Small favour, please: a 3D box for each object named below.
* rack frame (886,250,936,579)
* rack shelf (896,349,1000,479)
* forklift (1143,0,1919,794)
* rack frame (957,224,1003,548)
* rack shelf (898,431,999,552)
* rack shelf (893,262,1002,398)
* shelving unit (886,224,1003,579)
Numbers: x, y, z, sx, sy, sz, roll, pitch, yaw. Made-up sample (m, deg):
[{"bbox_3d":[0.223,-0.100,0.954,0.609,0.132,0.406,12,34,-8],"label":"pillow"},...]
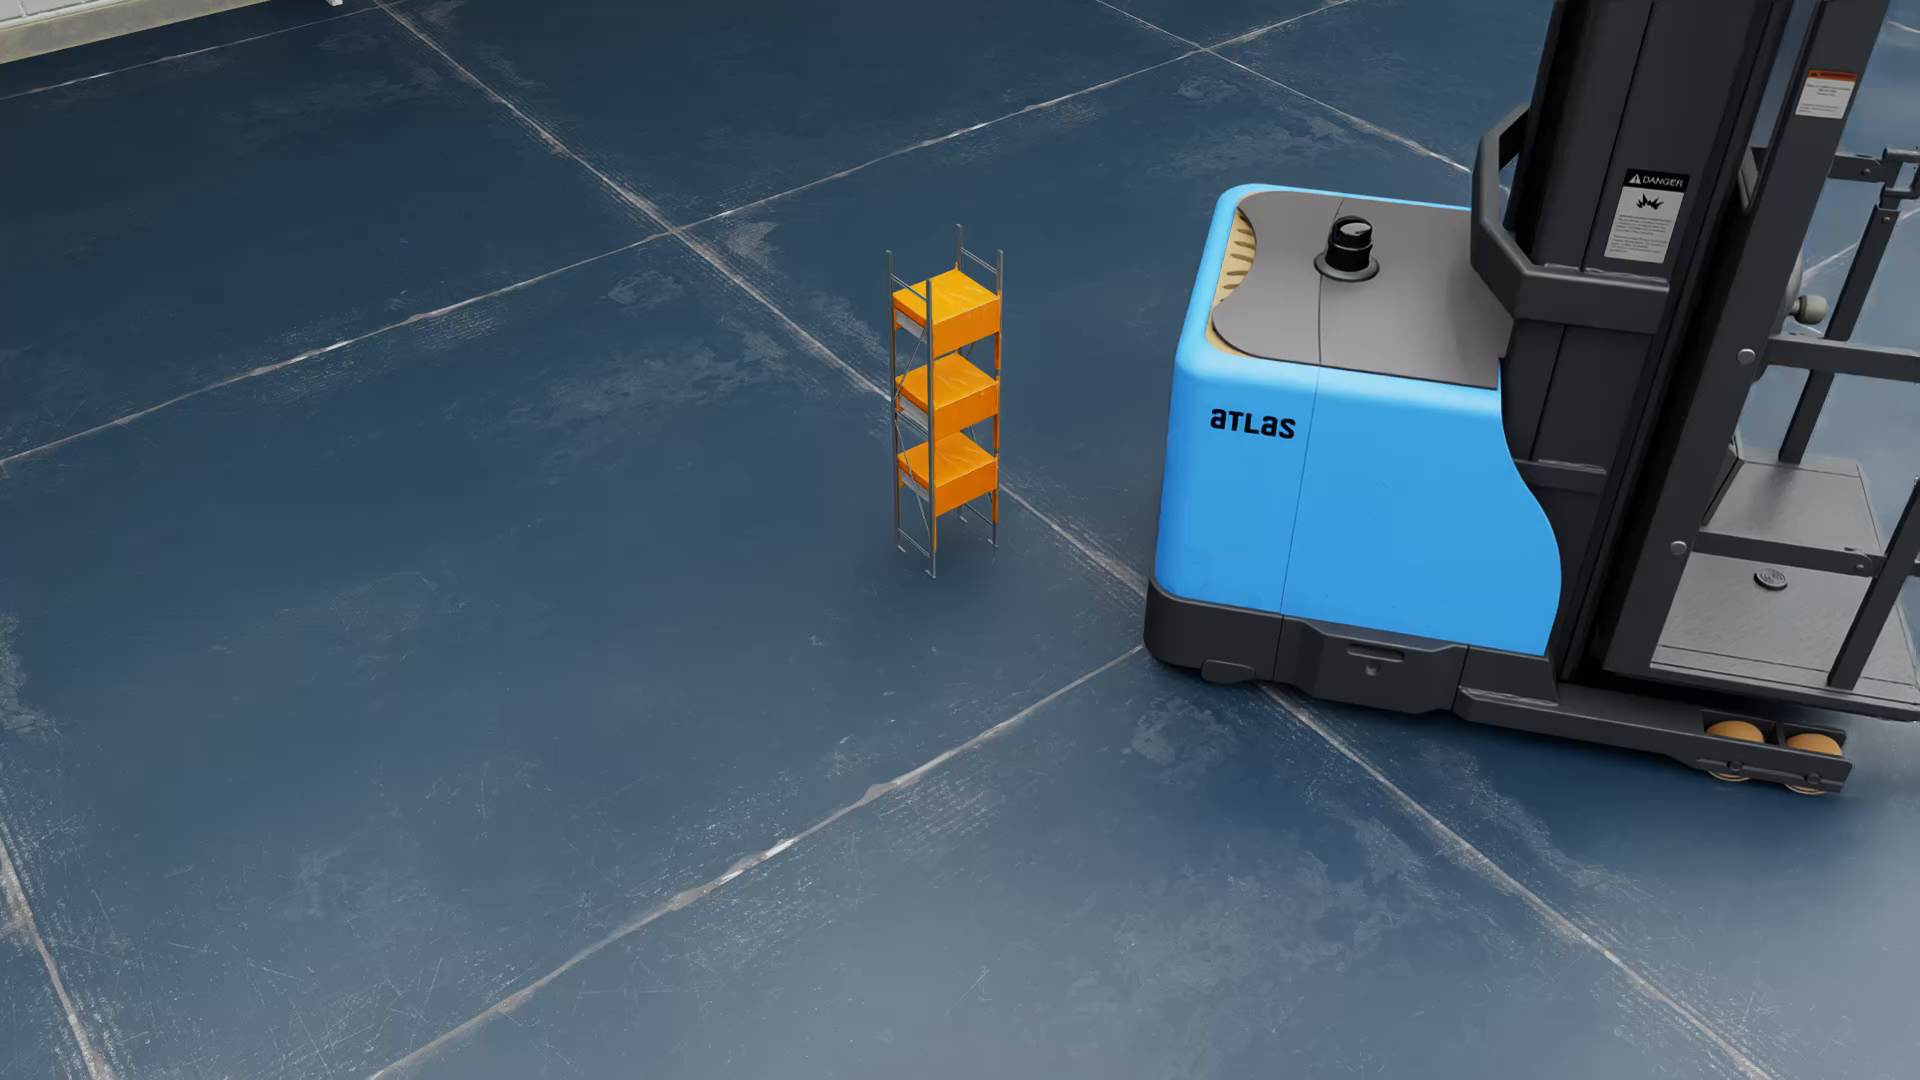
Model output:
[{"bbox_3d":[-0.139,-0.338,4.834,0.008,1.050,0.200,-26,46,-28],"label":"rack frame"},{"bbox_3d":[-0.042,-0.377,4.899,0.240,0.259,0.215,-26,46,-28],"label":"rack shelf"},{"bbox_3d":[2.102,-0.831,3.952,3.031,2.935,1.130,9,40,11],"label":"forklift"},{"bbox_3d":[0.054,-0.432,4.949,0.008,1.050,0.200,-26,46,-28],"label":"rack frame"},{"bbox_3d":[-0.042,-0.162,5.075,0.240,0.259,0.215,-26,46,-28],"label":"rack shelf"},{"bbox_3d":[-0.042,-0.596,4.719,0.240,0.259,0.215,-26,46,-28],"label":"rack shelf"},{"bbox_3d":[-0.042,-0.385,4.892,0.252,1.050,0.215,-26,46,-28],"label":"shelving unit"}]
